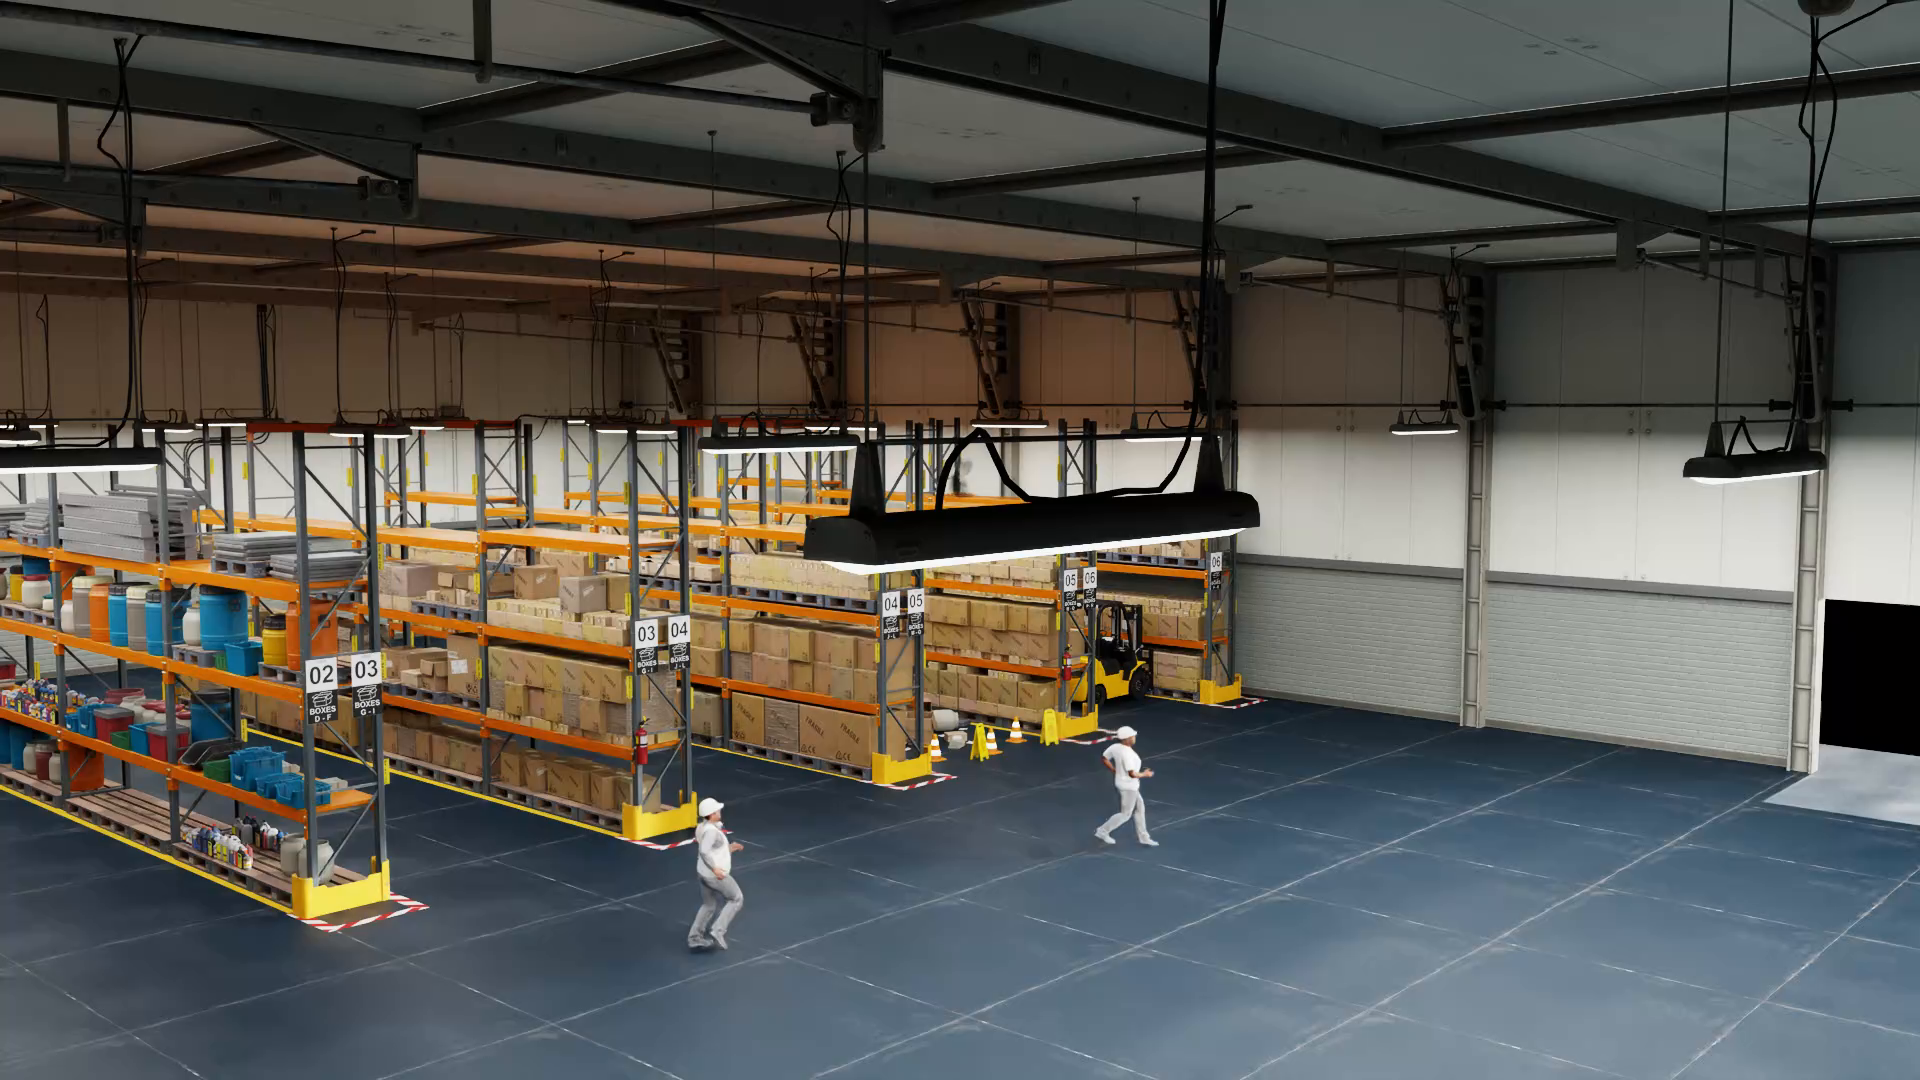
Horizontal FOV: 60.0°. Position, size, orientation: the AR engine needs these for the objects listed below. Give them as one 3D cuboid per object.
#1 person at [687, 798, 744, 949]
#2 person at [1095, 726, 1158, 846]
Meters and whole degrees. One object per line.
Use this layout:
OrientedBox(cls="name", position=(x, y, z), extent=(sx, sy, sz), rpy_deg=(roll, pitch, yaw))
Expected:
OrientedBox(cls="person", position=(-2.829, 3.872, 19.298), extent=(0.693, 1.770, 0.629), rpy_deg=(-3, 5, -31))
OrientedBox(cls="person", position=(2.380, 3.520, 23.667), extent=(0.979, 1.765, 0.711), rpy_deg=(-1, 5, -11))
